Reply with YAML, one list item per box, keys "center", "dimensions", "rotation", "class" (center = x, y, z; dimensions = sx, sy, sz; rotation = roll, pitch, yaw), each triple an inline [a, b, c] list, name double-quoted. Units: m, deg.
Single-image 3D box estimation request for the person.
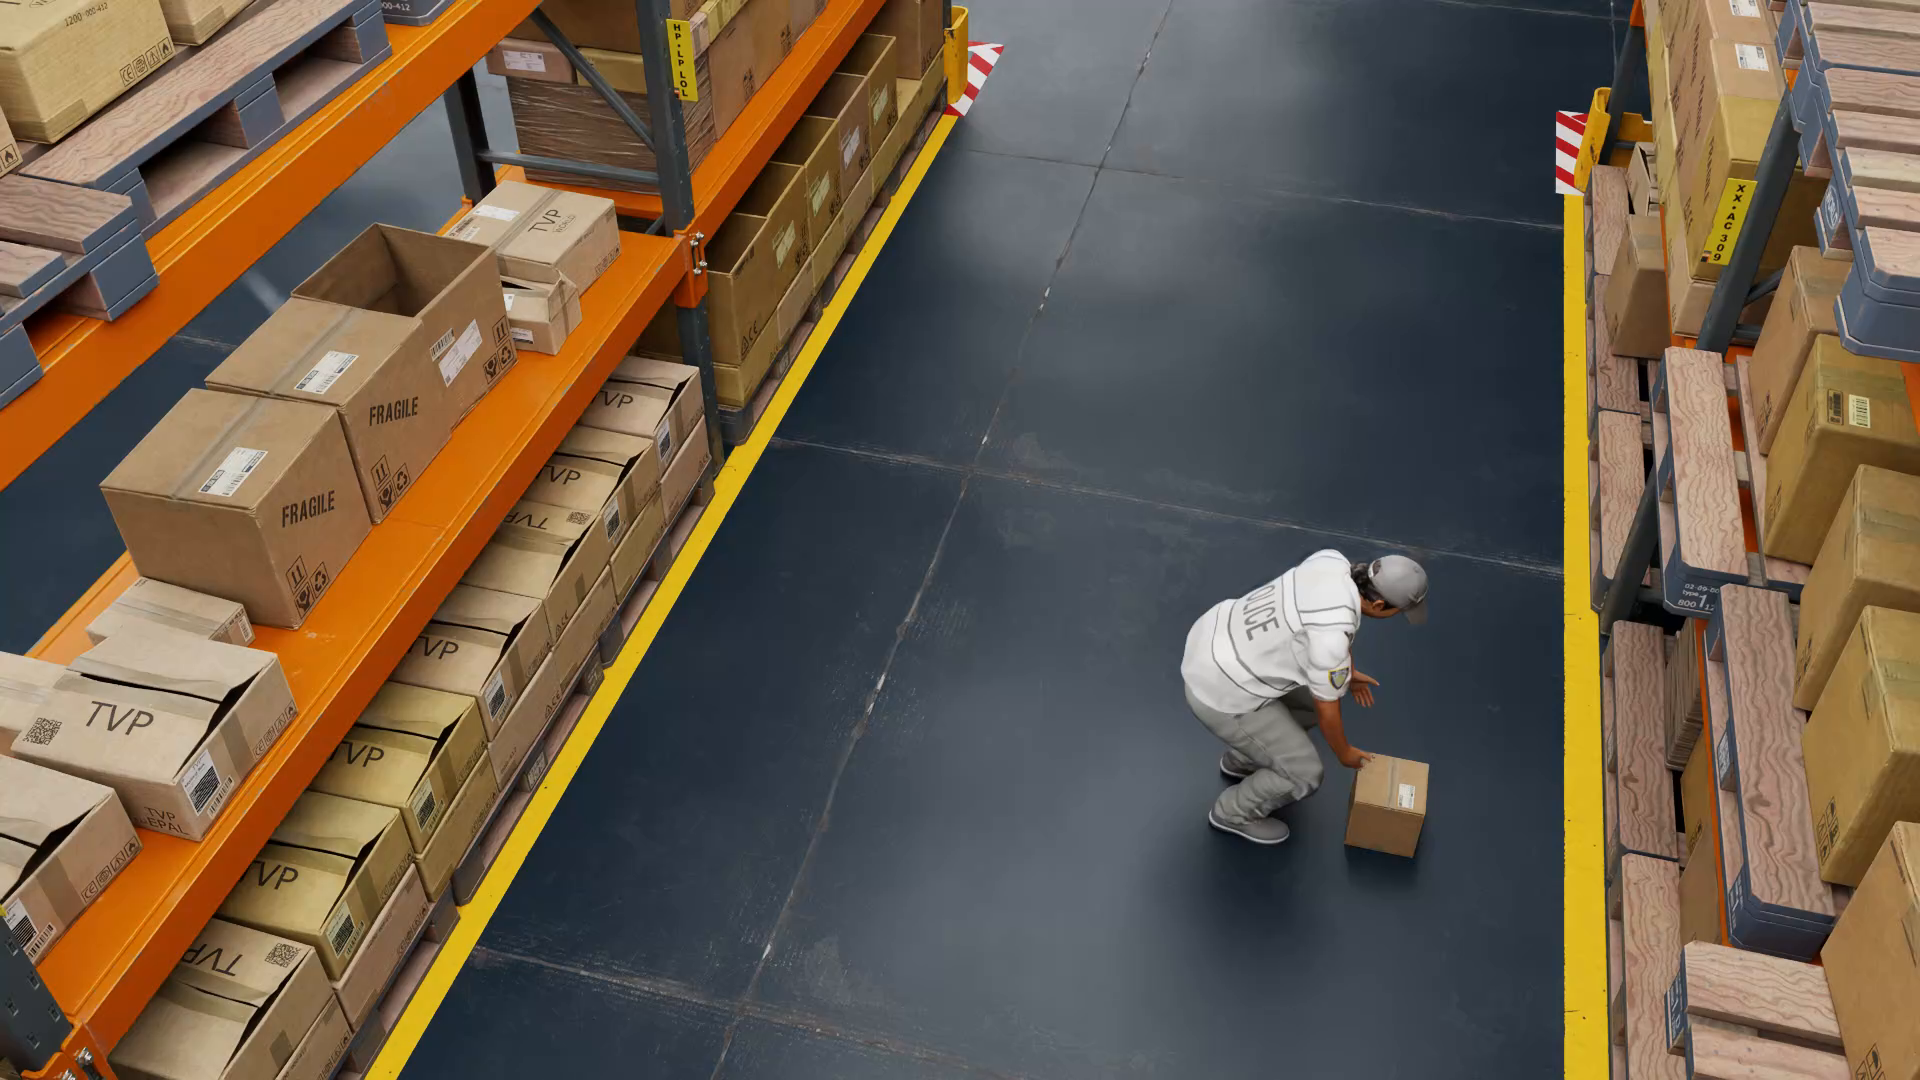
- center: [1.181, 0.504, 5.892]
  dimensions: [0.786, 1.265, 0.538]
  rotation: [10, 42, 11]
  class: "person"
